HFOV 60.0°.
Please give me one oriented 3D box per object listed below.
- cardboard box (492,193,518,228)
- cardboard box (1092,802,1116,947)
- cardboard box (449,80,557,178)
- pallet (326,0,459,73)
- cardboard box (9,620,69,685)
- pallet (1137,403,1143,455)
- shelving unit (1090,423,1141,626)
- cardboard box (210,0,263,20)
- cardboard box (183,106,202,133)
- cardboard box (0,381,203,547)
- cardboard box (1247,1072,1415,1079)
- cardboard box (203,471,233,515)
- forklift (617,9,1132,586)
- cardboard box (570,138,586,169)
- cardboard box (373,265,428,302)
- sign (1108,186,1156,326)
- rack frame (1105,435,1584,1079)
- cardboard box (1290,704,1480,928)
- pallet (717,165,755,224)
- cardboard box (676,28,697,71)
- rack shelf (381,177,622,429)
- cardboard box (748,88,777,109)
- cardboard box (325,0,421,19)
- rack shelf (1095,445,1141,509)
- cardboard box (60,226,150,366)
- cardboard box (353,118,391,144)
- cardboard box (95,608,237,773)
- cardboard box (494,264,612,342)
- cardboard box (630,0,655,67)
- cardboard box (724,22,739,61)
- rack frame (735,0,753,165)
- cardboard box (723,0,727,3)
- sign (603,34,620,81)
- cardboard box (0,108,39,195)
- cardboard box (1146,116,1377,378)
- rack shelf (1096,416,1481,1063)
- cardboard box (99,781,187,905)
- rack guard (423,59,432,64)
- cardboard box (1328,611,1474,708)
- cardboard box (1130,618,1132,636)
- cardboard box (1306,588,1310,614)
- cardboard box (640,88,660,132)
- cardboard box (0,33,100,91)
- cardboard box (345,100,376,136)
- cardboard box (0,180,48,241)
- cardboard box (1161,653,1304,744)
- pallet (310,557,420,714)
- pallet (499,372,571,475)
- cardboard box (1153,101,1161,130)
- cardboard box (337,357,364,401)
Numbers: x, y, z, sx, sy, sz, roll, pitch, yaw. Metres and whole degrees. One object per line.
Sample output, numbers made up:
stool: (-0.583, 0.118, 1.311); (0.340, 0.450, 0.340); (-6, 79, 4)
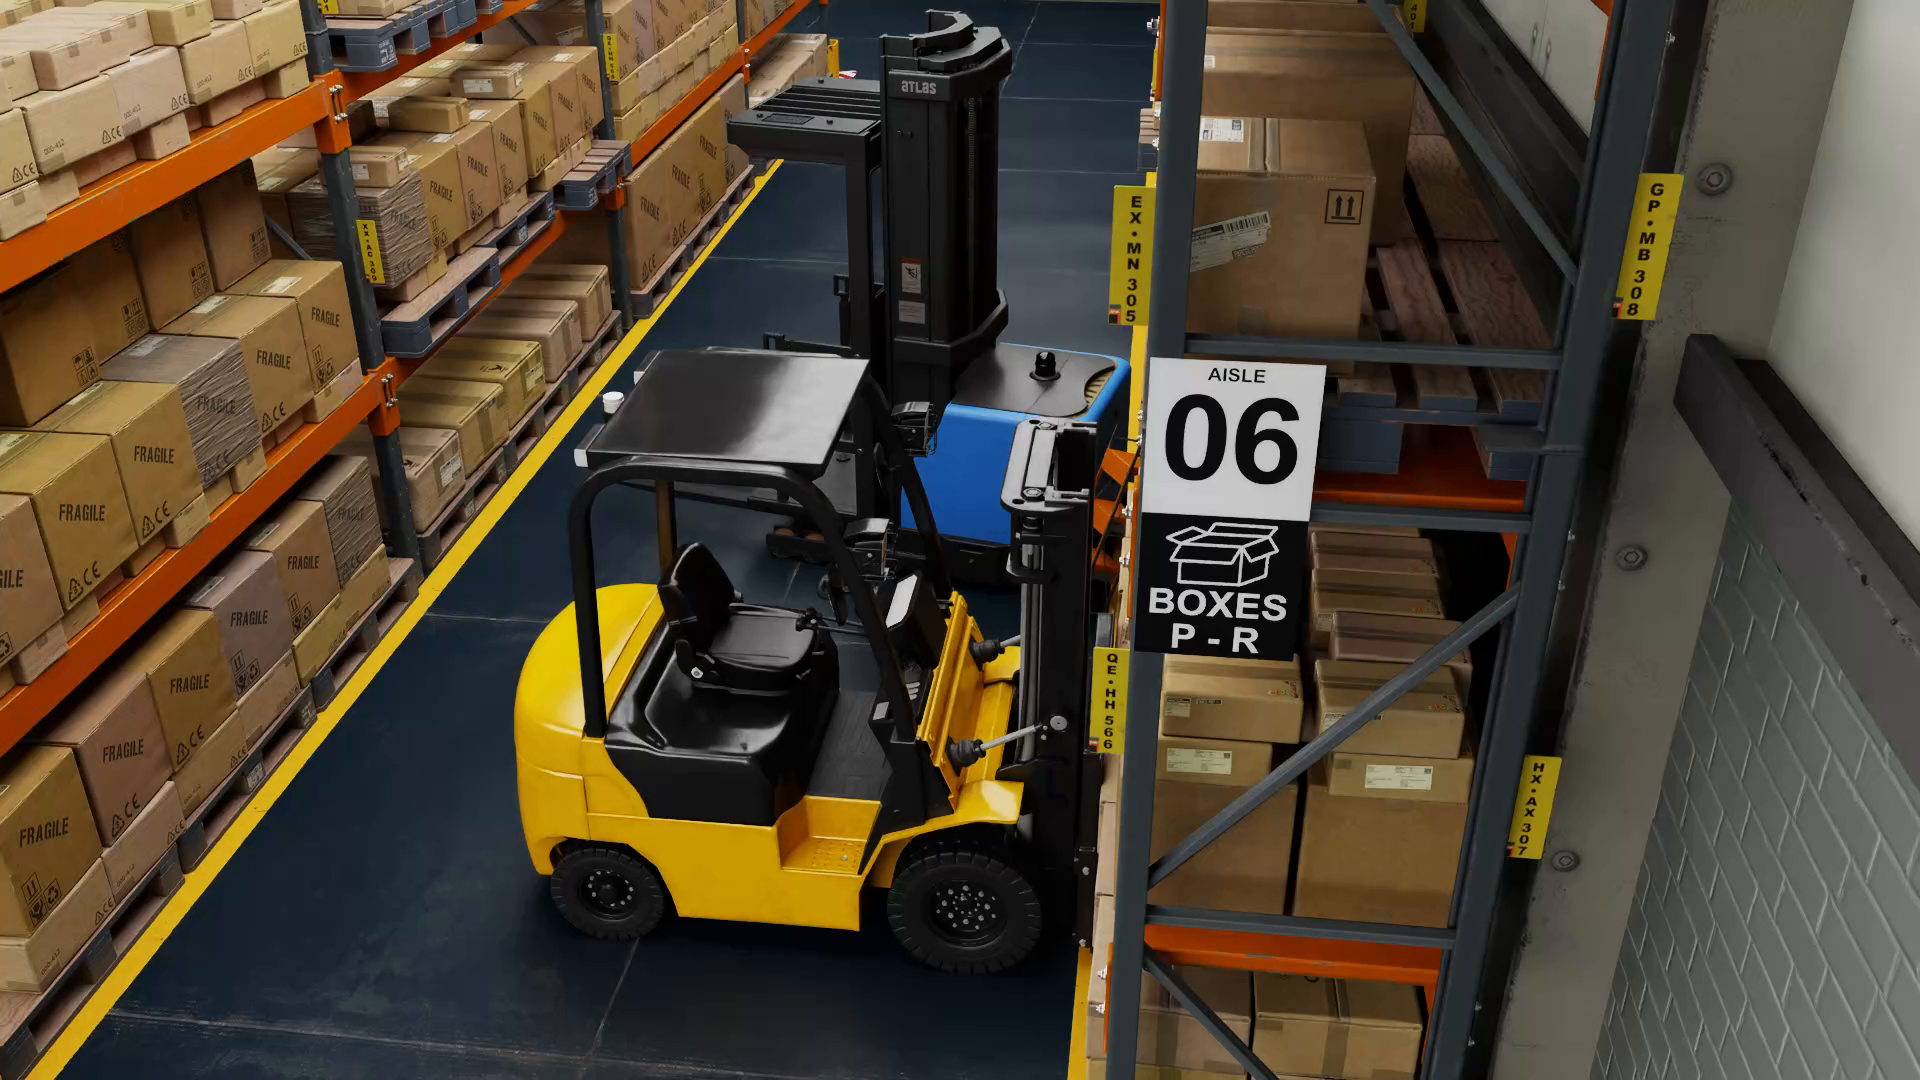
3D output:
cardboard box: (-2.939, -2.024, 10.166); (0.380, 0.149, 0.250); (4, 29, 8)
cardboard box: (0.733, 1.184, 5.793); (0.500, 0.250, 0.500); (4, 29, 7)
cardboard box: (-2.911, -2.627, 10.601); (0.500, 0.500, 0.500); (1, 28, 3)
pallet: (-3.326, -2.618, 8.482); (1.213, 0.211, 1.003); (3, 28, 6)
cardboard box: (-3.544, 0.393, 6.123); (0.380, 0.149, 0.250); (4, 29, 7)
pallet: (1.618, -0.507, 10.468); (1.003, 0.211, 1.213); (3, 28, 6)
shelving unit: (0.782, -0.071, 8.758); (0.215, 1.050, 0.252); (9, 22, -30)
cardboard box: (-3.286, -2.368, 7.245); (0.380, 0.149, 0.250); (3, 28, 5)
cardboard box: (-3.447, -1.787, 7.007); (0.380, 0.149, 0.250); (2, 28, 4)
cardboard box: (-3.489, -0.319, 6.760); (0.500, 0.500, 0.500); (3, 28, 5)
cardboard box: (1.193, 1.670, 5.417); (0.500, 0.250, 0.500); (4, 29, 7)
cardboard box: (-3.427, -0.219, 7.259); (0.380, 0.149, 0.250); (3, 28, 5)
forklift: (-0.592, -1.385, 9.231); (3.031, 2.935, 1.130); (9, 30, 16)
cardboard box: (-2.772, -2.633, 11.298); (0.380, 0.149, 0.250); (3, 28, 6)
cardboard box: (-3.126, -1.412, 9.030); (0.380, 0.149, 0.250); (4, 29, 7)
sign: (0.392, -0.640, 3.762); (0.100, 0.325, 0.005); (3, 28, 6)
rack frame: (0.929, 1.074, 4.594); (1.000, 3.000, 0.127); (3, 28, 6)
cardboard box: (1.265, 0.813, 4.974); (0.500, 0.500, 0.500); (4, 29, 8)
pallet: (-2.547, -3.266, 15.590); (1.003, 0.211, 1.213); (3, 28, 6)
cardboard box: (-2.497, -4.072, 13.777); (0.500, 0.250, 0.500); (4, 29, 7)
rack shelf: (-3.263, -1.721, 10.540); (1.077, 0.370, 4.000); (3, 28, 6)
cardboard box: (-2.344, -4.208, 16.656); (0.875, 0.438, 0.875); (3, 28, 5)
cardboard box: (-3.038, -2.787, 8.313); (0.500, 0.250, 0.500); (3, 28, 5)
rack shelf: (0.871, -0.314, 8.669); (0.215, 0.259, 0.240); (9, 22, -30)
cardboard box: (-3.950, -1.043, 7.049); (0.700, 0.500, 0.500); (3, 28, 5)
cardboard box: (-3.550, -2.163, 9.740); (0.500, 0.500, 0.500); (4, 29, 8)
cardboard box: (-3.493, 0.626, 7.092); (0.500, 0.500, 0.500); (4, 29, 7)
cardboard box: (-3.097, -1.741, 12.147); (0.950, 0.372, 0.625); (1, 28, 3)
cardboard box: (-2.663, -3.915, 12.695); (0.500, 0.500, 0.500); (3, 29, 6)
cardboard box: (-2.332, -4.570, 15.228); (0.500, 0.250, 0.500); (3, 28, 5)
rack frame: (-2.527, -4.862, 15.611); (1.000, 3.000, 0.127); (3, 28, 6)
cardboard box: (-2.333, -5.121, 14.933); (0.500, 0.500, 0.500); (4, 29, 8)
sign: (-2.478, -3.426, 11.810); (0.100, 0.325, 0.005); (3, 28, 6)
cardboard box: (-3.562, -1.301, 5.684); (0.500, 0.250, 0.500); (4, 29, 8)
cardboard box: (0.741, -0.742, 4.149); (0.500, 0.500, 0.500); (4, 29, 8)
rack shelf: (1.174, 0.449, 6.512); (1.077, 0.370, 4.000); (3, 28, 6)
cardboard box: (-3.554, 1.209, 6.799); (0.500, 0.250, 0.500); (4, 29, 8)
rack guard: (-6.972, -5.848, 20.078); (1.175, 0.500, 0.348); (3, 28, 6)
cardboard box: (1.277, 0.346, 4.842); (0.380, 0.149, 0.250); (4, 29, 8)
cardboard box: (0.864, 0.298, 5.929); (0.500, 0.500, 0.500); (3, 28, 5)
cardboard box: (1.326, 0.238, 5.356); (0.380, 0.149, 0.250); (2, 28, 4)
cardboard box: (-2.663, -3.371, 13.003); (0.500, 0.250, 0.500); (3, 28, 5)
cardboard box: (-3.425, -1.760, 6.115); (0.380, 0.149, 0.250); (4, 29, 7)
cardboard box: (-3.593, -2.427, 9.547); (0.380, 0.149, 0.250); (2, 28, 4)
cardboard box: (-3.480, -1.169, 5.859); (0.380, 0.149, 0.250); (4, 29, 7)
cardboard box: (0.764, 0.432, 4.682); (0.380, 0.149, 0.250); (3, 29, 6)
pallet: (-3.555, 0.450, 8.692); (1.003, 0.211, 1.213); (3, 28, 6)
pallet: (-3.267, -0.811, 11.032); (1.003, 0.211, 1.213); (3, 28, 6)
cardboard box: (1.609, -3.098, 12.160); (0.380, 0.149, 0.250); (4, 29, 7)
cardboard box: (-3.245, -0.816, 8.367); (0.380, 0.149, 0.250); (3, 28, 6)
